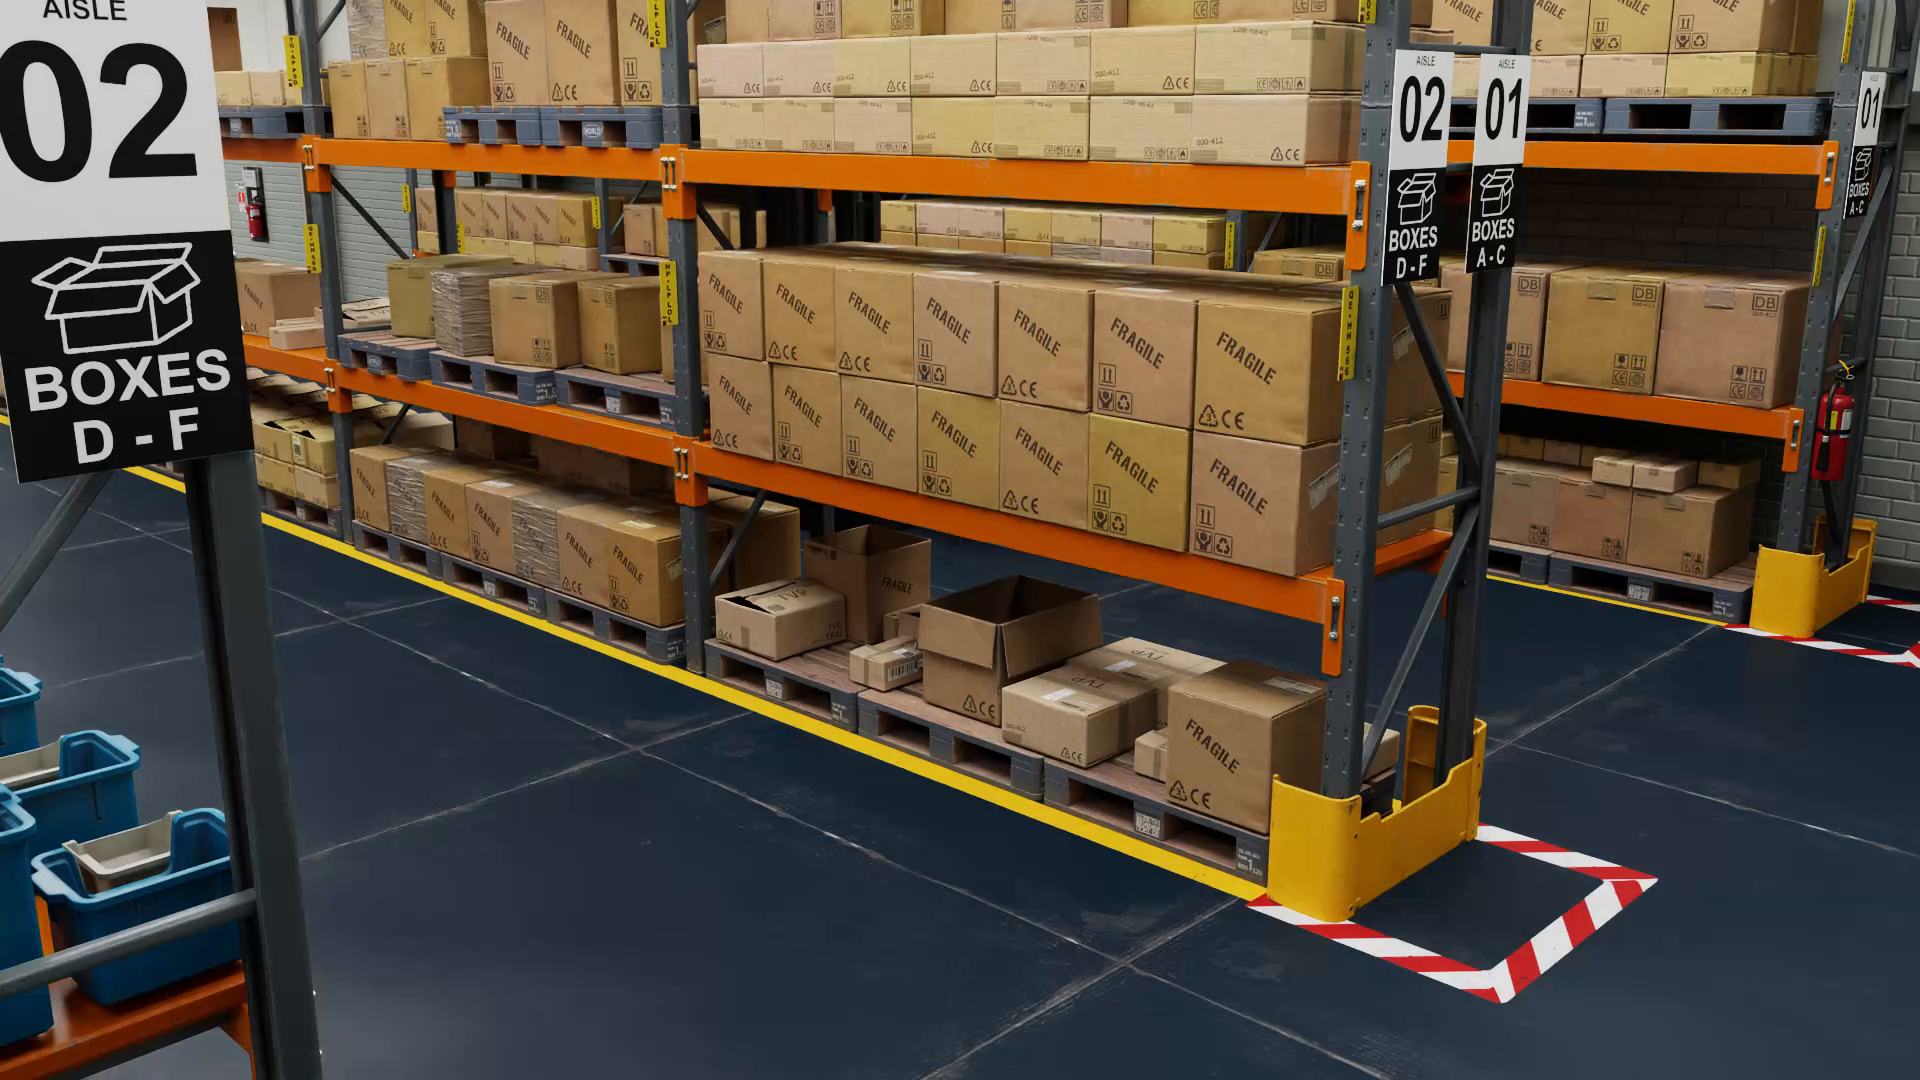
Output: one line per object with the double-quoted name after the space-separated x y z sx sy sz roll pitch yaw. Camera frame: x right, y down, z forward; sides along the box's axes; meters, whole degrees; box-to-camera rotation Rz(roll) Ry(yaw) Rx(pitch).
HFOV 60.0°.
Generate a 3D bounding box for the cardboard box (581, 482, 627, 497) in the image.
-2.040 -0.121 10.533 0.500 0.500 0.500 14 20 43 "cardboard box"

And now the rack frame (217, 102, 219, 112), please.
-1.676 -2.114 2.196 0.127 3.000 1.000 14 20 42 "rack frame"

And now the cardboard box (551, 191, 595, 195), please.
-4.356 -3.708 18.986 0.500 0.500 0.500 -14 20 -43 "cardboard box"

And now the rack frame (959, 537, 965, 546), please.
0.079 -0.416 11.745 0.006 0.900 0.240 14 20 42 "rack frame"

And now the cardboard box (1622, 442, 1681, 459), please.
4.491 -0.523 10.830 0.250 0.149 0.380 14 20 42 "cardboard box"

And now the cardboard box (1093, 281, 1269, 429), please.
0.889 -0.757 6.708 0.500 0.500 0.500 -14 20 -43 "cardboard box"

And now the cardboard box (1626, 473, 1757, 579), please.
4.627 -0.107 10.517 0.500 0.500 0.700 14 20 42 "cardboard box"

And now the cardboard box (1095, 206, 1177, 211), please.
1.425 -2.579 13.564 0.500 0.250 0.500 13 19 40 "cardboard box"

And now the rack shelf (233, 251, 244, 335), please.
-3.116 -0.664 4.009 4.000 0.370 1.077 14 20 42 "rack shelf"

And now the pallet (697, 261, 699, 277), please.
-2.012 -2.655 16.553 1.213 0.211 1.003 14 20 42 "pallet"

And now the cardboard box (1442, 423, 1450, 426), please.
3.574 -0.746 11.684 0.250 0.149 0.380 14 20 43 "cardboard box"

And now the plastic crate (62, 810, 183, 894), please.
-1.799 0.714 3.647 0.298 0.136 0.250 14 20 42 "plastic crate"

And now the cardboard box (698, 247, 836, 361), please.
-0.971 -1.208 8.436 0.500 0.500 0.500 -14 20 -43 "cardboard box"

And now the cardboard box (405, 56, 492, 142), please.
-2.915 -2.758 10.422 0.500 0.500 0.910 14 20 42 "cardboard box"

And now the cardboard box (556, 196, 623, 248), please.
-3.993 -3.435 17.938 0.500 0.500 0.500 14 20 42 "cardboard box"

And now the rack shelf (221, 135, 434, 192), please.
-5.434 -2.962 12.830 4.000 0.370 1.077 14 20 42 "rack shelf"

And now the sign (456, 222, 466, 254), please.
-3.624 -2.131 12.023 0.005 0.325 0.100 14 20 42 "sign"

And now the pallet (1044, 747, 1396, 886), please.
1.135 1.088 7.338 1.213 0.211 1.003 14 20 42 "pallet"

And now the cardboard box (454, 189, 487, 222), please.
-5.834 -3.882 19.654 0.500 0.500 0.500 14 20 42 "cardboard box"

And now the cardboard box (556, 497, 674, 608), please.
-2.019 0.065 9.817 0.500 0.500 0.500 14 20 42 "cardboard box"

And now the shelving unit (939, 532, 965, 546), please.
0.006 -0.434 11.813 0.210 0.900 0.258 14 20 42 "shelving unit"

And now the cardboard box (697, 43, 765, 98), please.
-0.937 -2.300 8.166 0.500 0.250 0.500 14 20 42 "cardboard box"

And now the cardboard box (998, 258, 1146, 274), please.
0.524 -1.034 7.770 0.500 0.500 0.500 13 20 42 "cardboard box"

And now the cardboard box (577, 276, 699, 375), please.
-1.840 -1.293 9.914 0.700 0.500 0.500 -11 18 -35 "cardboard box"

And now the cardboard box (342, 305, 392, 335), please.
-4.226 -1.537 12.060 0.500 0.311 0.500 -13 19 -41 "cardboard box"

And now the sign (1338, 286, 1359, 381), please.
1.365 -0.725 5.842 0.005 0.325 0.100 14 20 42 "sign"

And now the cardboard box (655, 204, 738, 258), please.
-2.698 -3.176 17.100 0.700 0.500 0.500 -12 19 -39 "cardboard box"

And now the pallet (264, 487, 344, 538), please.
-4.560 -0.311 12.706 1.213 0.211 1.003 14 20 42 "pallet"

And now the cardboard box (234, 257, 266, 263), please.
-5.953 -2.028 13.567 0.500 0.500 0.500 -13 19 -40 "cardboard box"

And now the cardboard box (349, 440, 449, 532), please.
-3.865 -0.381 11.529 0.500 0.500 0.500 -13 20 -42 "cardboard box"

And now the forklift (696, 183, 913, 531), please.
-1.389 -1.731 12.763 3.031 2.935 1.130 13 19 40 "forklift"

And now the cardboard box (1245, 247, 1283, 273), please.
2.165 -2.037 12.973 0.500 0.500 0.500 13 19 40 "cardboard box"

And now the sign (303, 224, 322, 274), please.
-4.377 -1.968 11.239 0.005 0.325 0.100 14 20 42 "sign"

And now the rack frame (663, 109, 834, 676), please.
-1.115 -0.809 9.088 0.127 3.000 1.000 14 20 42 "rack frame"

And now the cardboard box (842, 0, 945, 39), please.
-0.112 -2.515 7.505 0.500 0.500 0.700 14 20 42 "cardboard box"

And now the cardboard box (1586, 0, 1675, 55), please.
4.131 -3.170 9.980 0.500 0.500 0.500 -14 20 -43 "cardboard box"

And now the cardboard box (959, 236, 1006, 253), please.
0.341 -2.299 13.978 0.500 0.500 0.500 14 20 42 "cardboard box"

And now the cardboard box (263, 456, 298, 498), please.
-4.916 -0.519 12.595 0.500 0.250 0.500 13 20 42 "cardboard box"

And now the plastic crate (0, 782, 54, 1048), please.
-2.047 0.719 3.036 0.499 0.435 0.616 14 20 42 "plastic crate"

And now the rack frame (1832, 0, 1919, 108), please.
5.200 -3.912 9.098 0.127 3.000 1.000 14 20 42 "rack frame"

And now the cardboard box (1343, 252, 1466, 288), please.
3.222 -1.627 11.633 0.700 0.700 0.980 13 19 41 "cardboard box"

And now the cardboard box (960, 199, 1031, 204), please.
0.318 -2.850 14.606 0.500 0.250 0.500 13 19 40 "cardboard box"

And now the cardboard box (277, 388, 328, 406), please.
-5.287 -1.068 13.590 0.500 0.311 0.500 13 20 42 "cardboard box"

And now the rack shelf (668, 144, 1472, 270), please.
0.325 -1.562 7.457 4.000 0.370 1.077 14 20 42 "rack shelf"

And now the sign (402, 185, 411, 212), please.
-6.694 -4.129 20.114 0.005 0.325 0.100 14 20 42 "sign"

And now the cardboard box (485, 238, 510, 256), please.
-5.078 -3.336 19.042 0.500 0.250 0.500 14 20 43 "cardboard box"

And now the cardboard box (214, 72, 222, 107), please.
-5.540 -3.445 12.722 0.500 0.250 0.500 12 19 38 "cardboard box"

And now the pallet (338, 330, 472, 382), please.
-3.458 -1.310 11.392 1.003 0.211 1.213 14 20 42 "pallet"

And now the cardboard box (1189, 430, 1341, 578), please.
1.253 -0.186 6.500 0.500 0.500 0.500 -14 20 -42 "cardboard box"

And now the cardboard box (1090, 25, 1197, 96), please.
0.858 -1.861 6.482 0.500 0.250 0.500 14 20 42 "cardboard box"

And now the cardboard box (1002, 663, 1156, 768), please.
0.539 0.787 7.545 0.500 0.250 0.500 14 20 42 "cardboard box"

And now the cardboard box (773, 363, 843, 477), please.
-0.566 -0.630 8.201 0.500 0.500 0.500 14 20 43 "cardboard box"

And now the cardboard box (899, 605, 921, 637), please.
0.032 0.459 8.682 0.500 0.311 0.500 14 20 42 "cardboard box"

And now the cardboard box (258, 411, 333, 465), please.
-4.921 -0.790 12.522 0.500 0.311 0.500 13 20 41 "cardboard box"

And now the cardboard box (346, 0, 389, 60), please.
-3.685 -3.415 10.960 0.500 0.500 0.500 14 20 42 "cardboard box"

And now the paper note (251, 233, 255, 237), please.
-11.365 -4.950 26.728 0.142 0.148 0.016 14 20 42 "paper note"

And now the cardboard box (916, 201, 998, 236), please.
-0.023 -2.753 14.235 0.500 0.250 0.500 13 20 41 "cardboard box"

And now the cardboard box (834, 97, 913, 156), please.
-0.220 -1.882 7.554 0.500 0.250 0.500 14 20 42 "cardboard box"

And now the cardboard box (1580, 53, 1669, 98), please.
4.114 -2.810 10.085 0.500 0.250 0.500 13 19 40 "cardboard box"
